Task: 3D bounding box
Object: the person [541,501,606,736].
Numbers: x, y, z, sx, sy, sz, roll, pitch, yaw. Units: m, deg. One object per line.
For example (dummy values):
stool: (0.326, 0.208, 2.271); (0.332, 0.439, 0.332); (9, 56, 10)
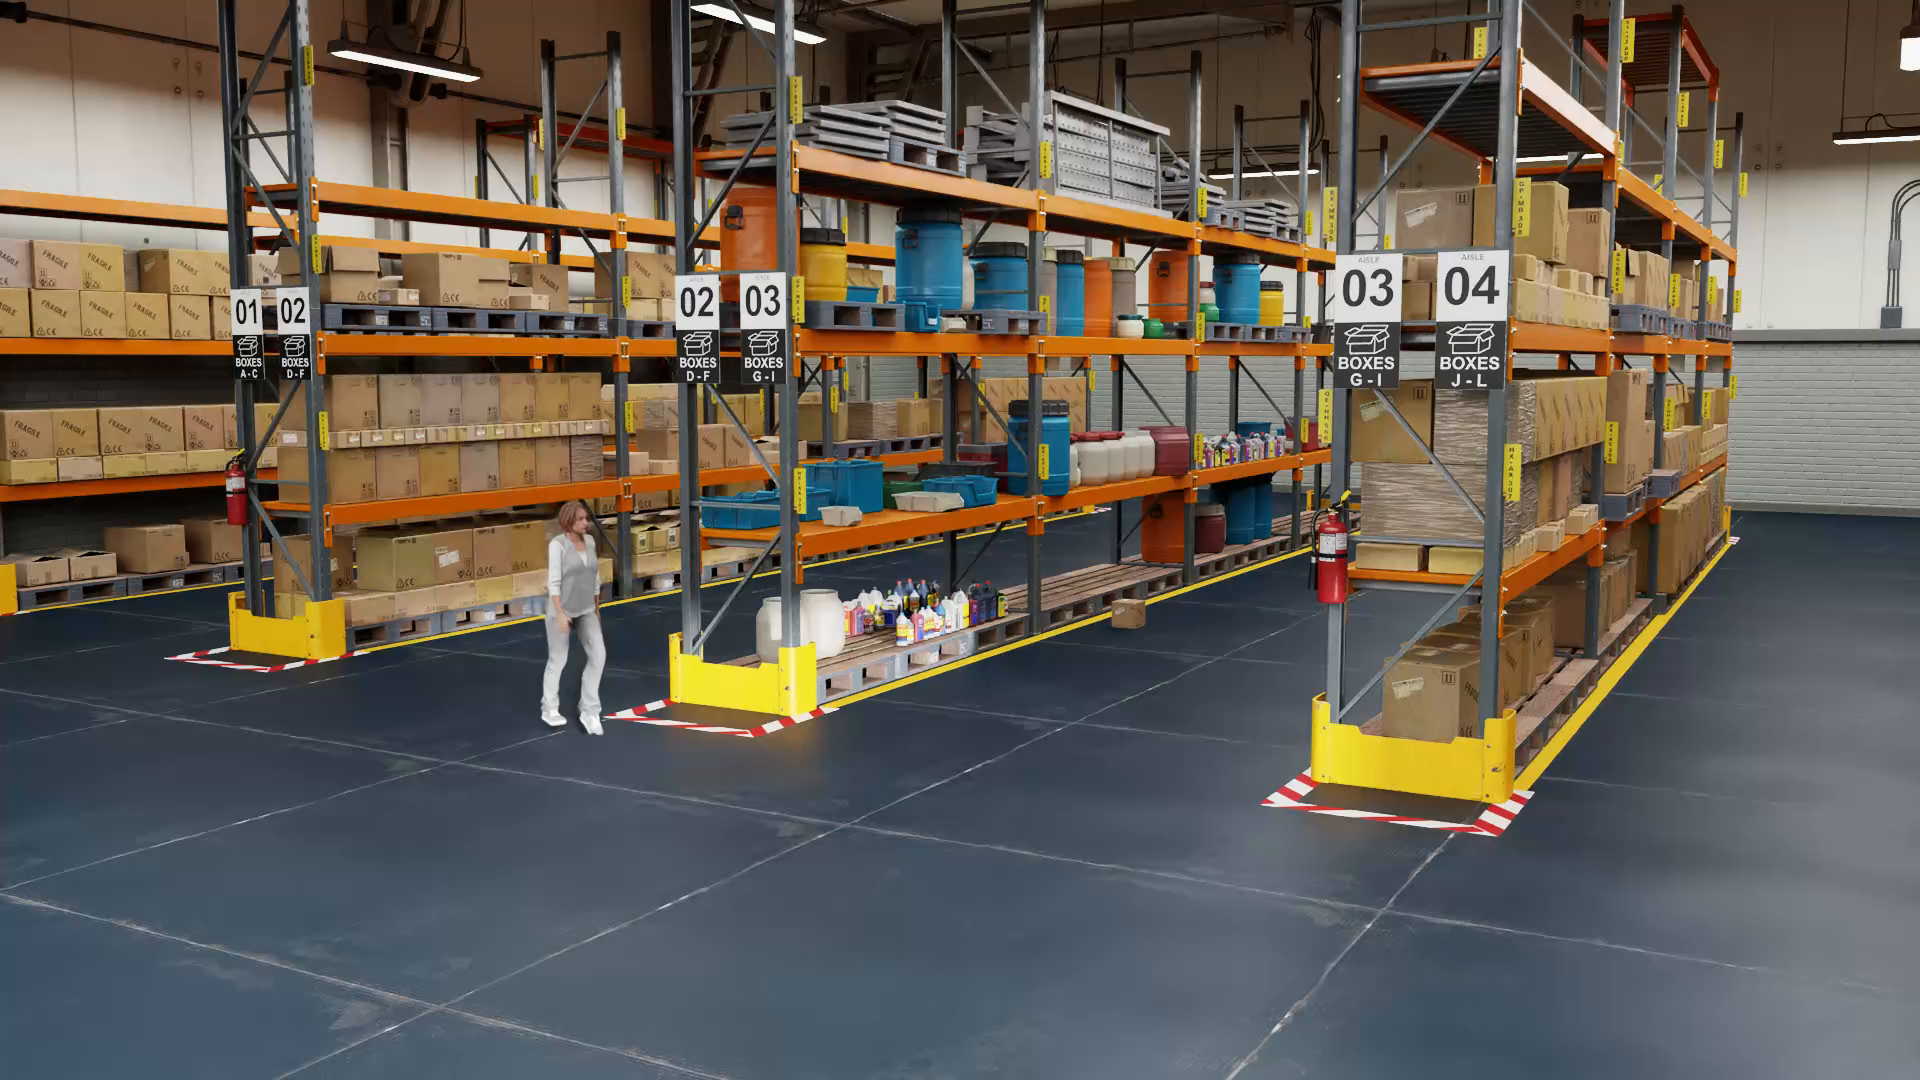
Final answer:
person: (-2.692, 0.552, 11.551); (0.580, 1.644, 0.517); (5, 8, 41)
